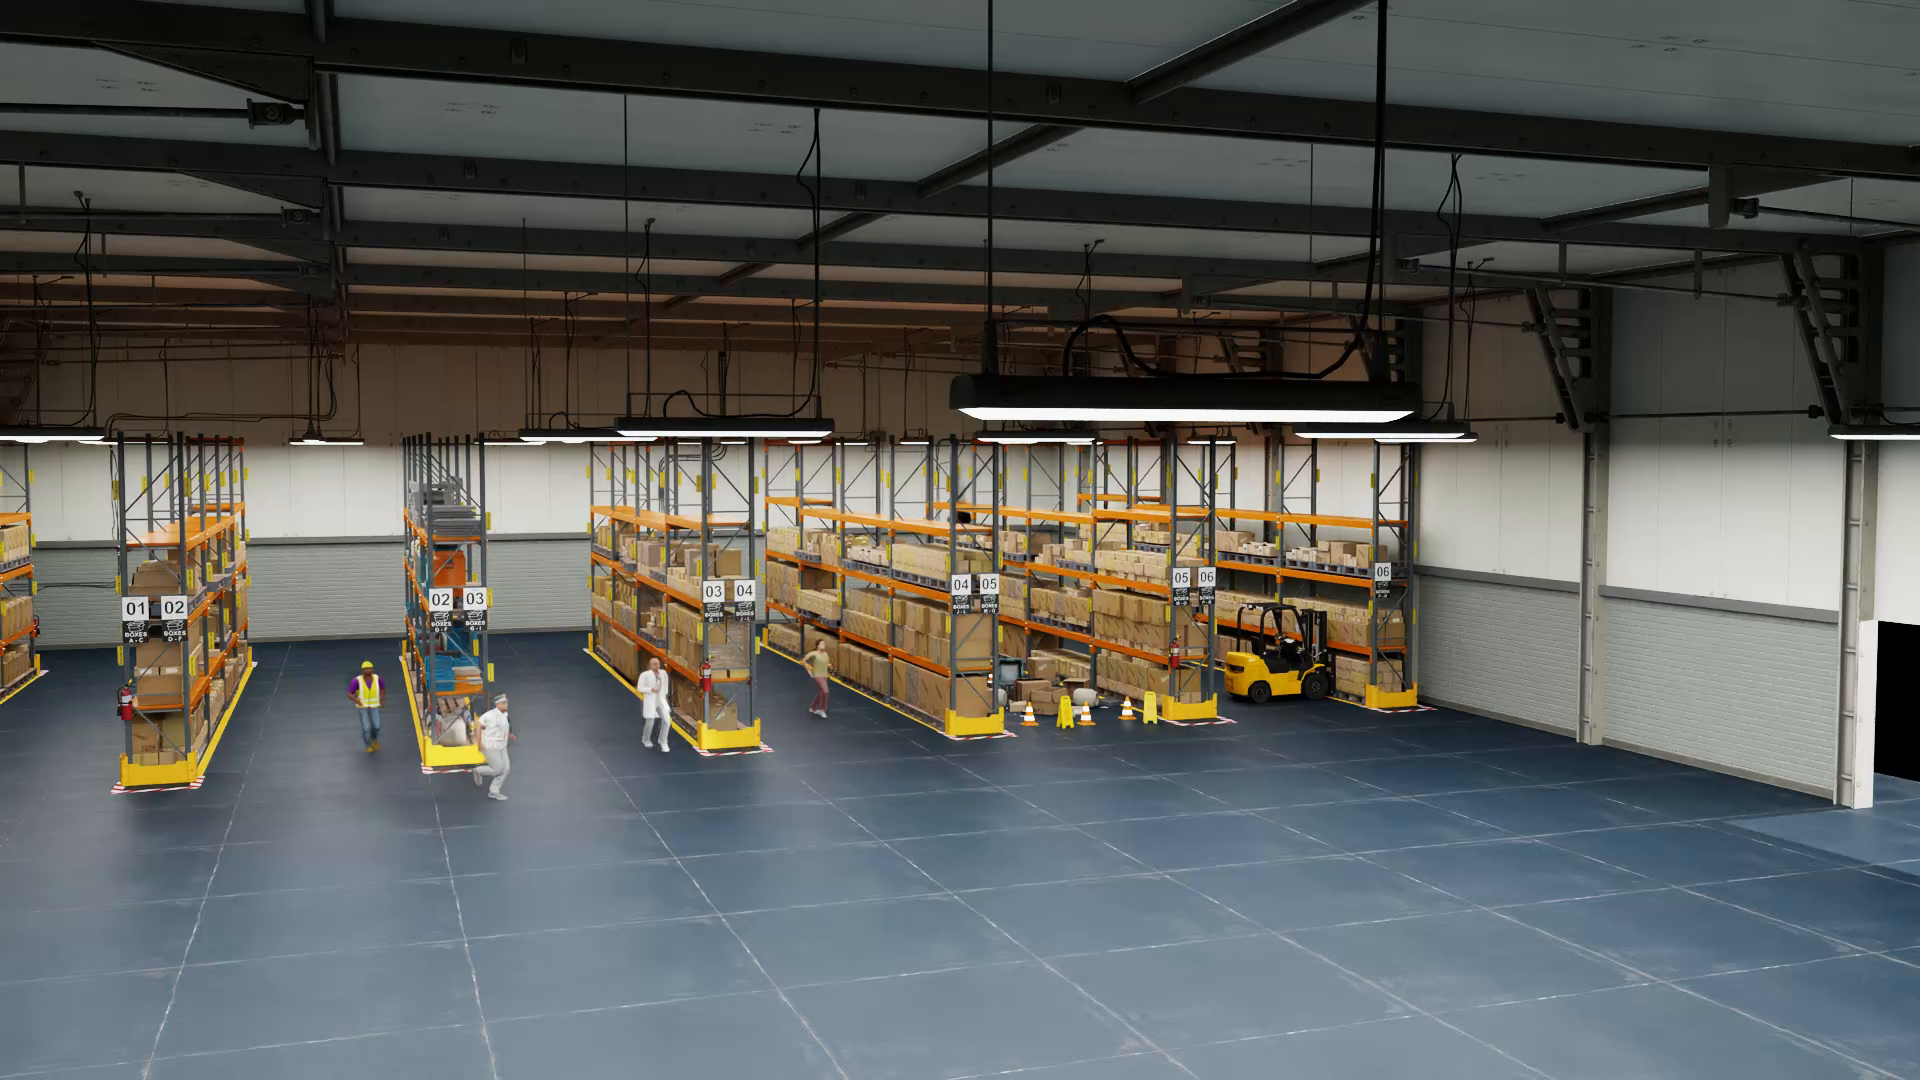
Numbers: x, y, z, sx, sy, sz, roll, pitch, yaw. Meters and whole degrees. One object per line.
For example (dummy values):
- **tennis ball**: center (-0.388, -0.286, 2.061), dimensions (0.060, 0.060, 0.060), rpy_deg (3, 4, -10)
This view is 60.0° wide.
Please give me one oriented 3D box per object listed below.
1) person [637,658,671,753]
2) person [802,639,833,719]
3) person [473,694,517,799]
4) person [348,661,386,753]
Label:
- **person**: center (-5.778, 3.114, 31.405), dimensions (0.719, 1.807, 0.895), rpy_deg (-2, 4, -32)
- **person**: center (-2.986, 2.946, 35.376), dimensions (0.699, 1.687, 0.580), rpy_deg (3, 4, 42)
- **person**: center (-7.603, 3.373, 27.162), dimensions (0.708, 1.737, 0.701), rpy_deg (1, 3, 18)
- **person**: center (-11.057, 3.128, 31.071), dimensions (0.697, 1.724, 0.566), rpy_deg (-2, 4, -27)
